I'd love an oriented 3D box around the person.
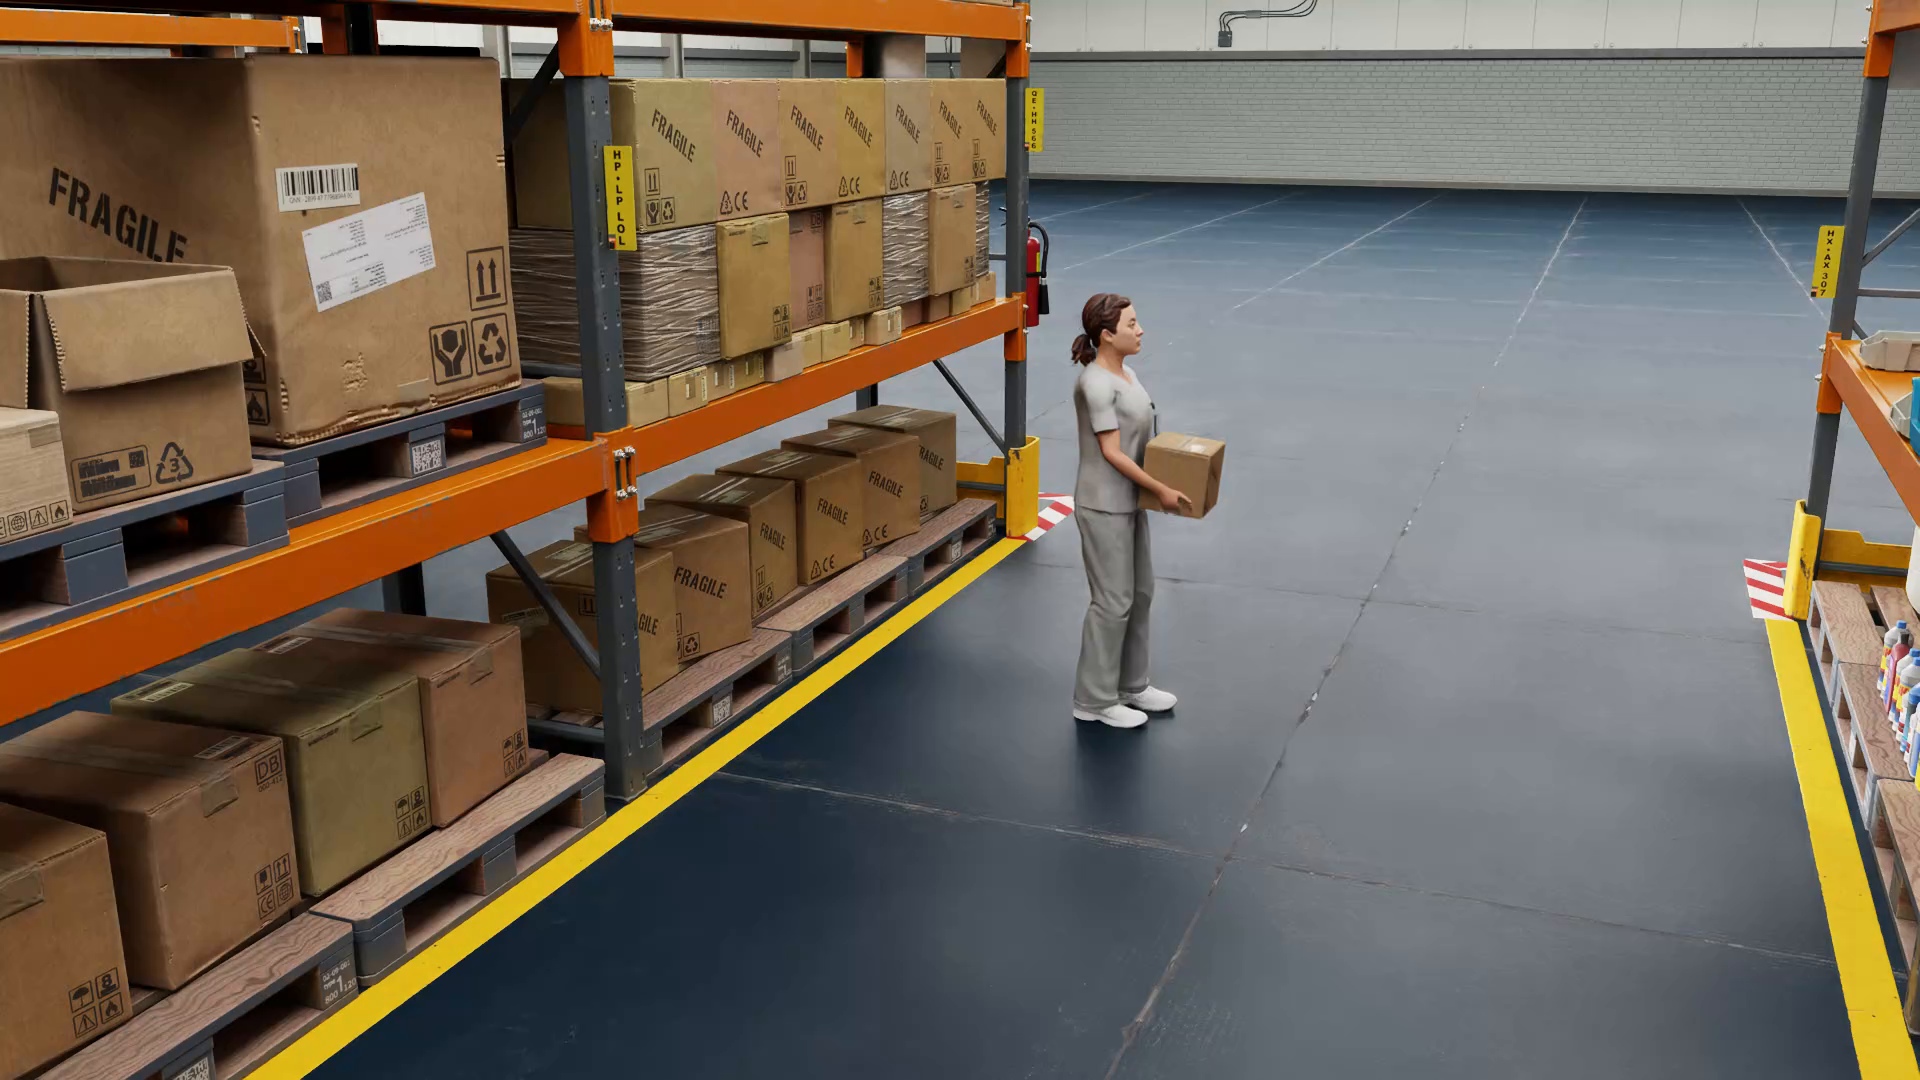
[{"bbox_3d":[0.666,-0.115,6.446,0.533,1.670,0.454,6,17,21],"label":"person"}]
